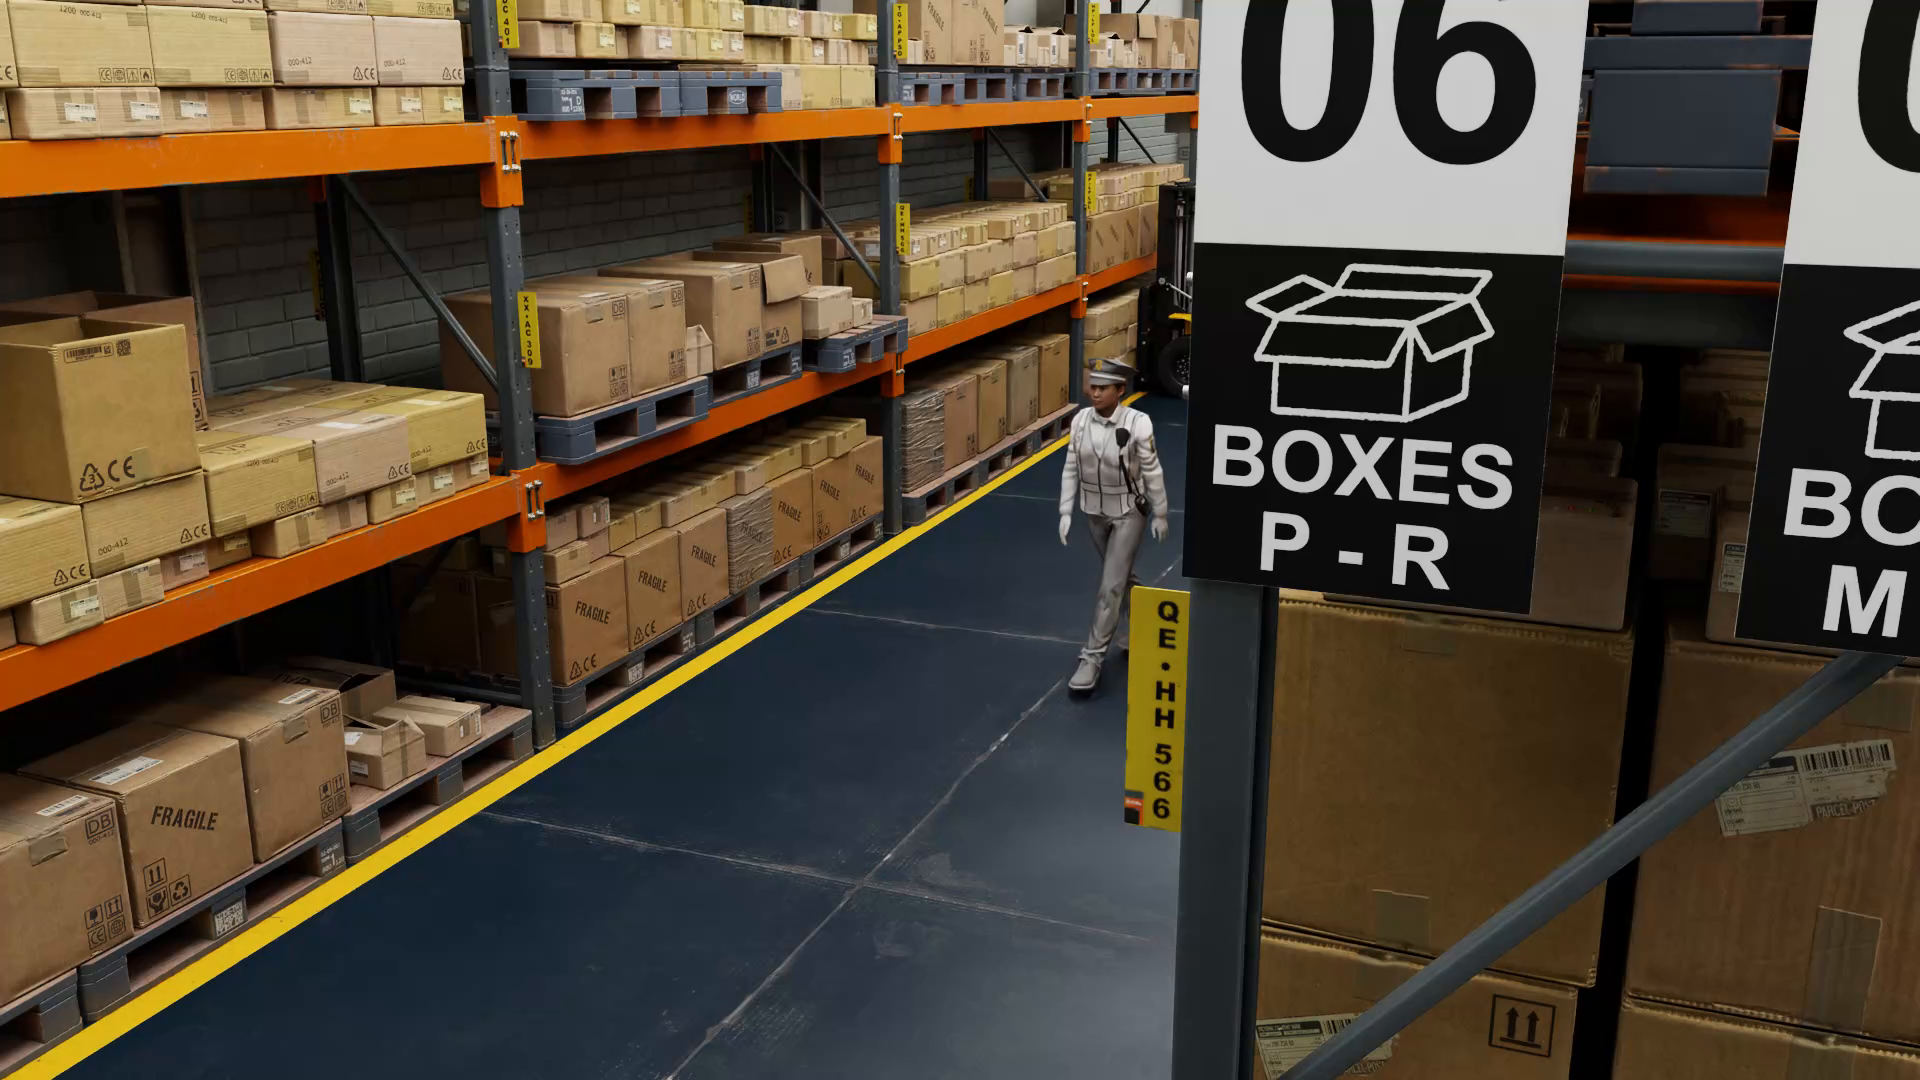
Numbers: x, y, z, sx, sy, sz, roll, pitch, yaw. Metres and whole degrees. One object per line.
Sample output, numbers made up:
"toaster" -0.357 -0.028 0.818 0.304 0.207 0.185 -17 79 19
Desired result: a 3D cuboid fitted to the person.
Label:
"person" 0.740 -0.141 8.464 0.514 1.616 0.969 11 19 35
